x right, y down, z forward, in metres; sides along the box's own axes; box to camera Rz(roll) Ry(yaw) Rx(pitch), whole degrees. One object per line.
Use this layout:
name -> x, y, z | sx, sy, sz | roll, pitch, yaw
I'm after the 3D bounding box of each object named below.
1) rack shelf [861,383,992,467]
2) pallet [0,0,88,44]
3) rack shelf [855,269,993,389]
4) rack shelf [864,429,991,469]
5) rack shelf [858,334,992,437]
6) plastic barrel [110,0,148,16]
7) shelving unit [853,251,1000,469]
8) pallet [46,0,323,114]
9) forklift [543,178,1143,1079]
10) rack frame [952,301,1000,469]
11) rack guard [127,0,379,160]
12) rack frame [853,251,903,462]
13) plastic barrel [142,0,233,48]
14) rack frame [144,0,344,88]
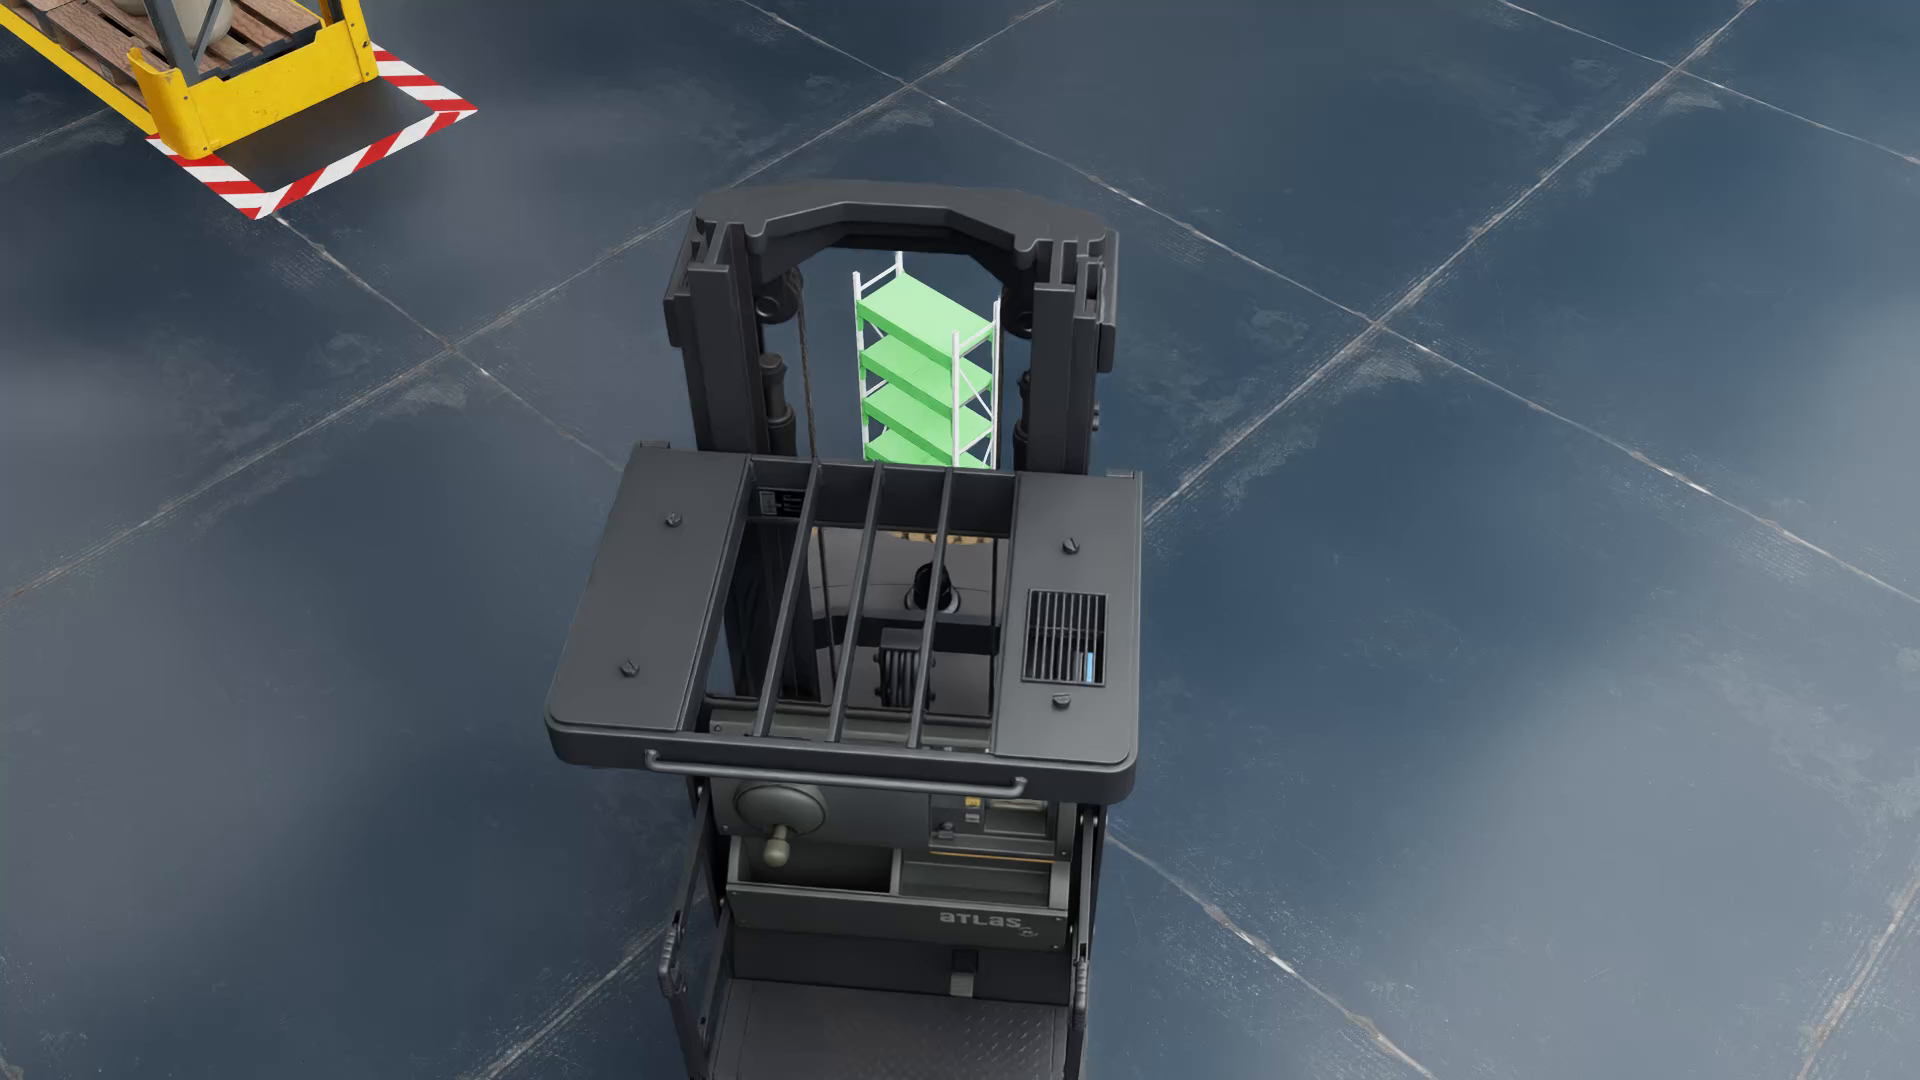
rack shelf -> -0.122, -0.449, 6.436 | 0.480, 0.148, 0.258 | 34, 55, 28
pallet -> -5.183, -3.421, 9.817 | 1.213, 0.211, 1.003 | 34, 55, 28
rack shelf -> -0.122, -0.777, 6.086 | 0.480, 0.148, 0.258 | 34, 55, 28
rack shelf -> -0.122, -0.285, 6.611 | 0.480, 0.148, 0.258 | 34, 55, 28
rack shelf -> -0.122, -0.613, 6.261 | 0.480, 0.148, 0.258 | 34, 55, 28
plastic barrel -> -4.513, -3.180, 9.097 | 0.421, 0.512, 0.421 | 0, 47, 0
shelving unit -> -0.122, -0.493, 6.389 | 0.503, 1.200, 0.258 | 34, 55, 28
pallet -> -4.291, -2.818, 9.251 | 1.213, 0.211, 1.003 | 34, 55, 28
forklift -> -0.184, 0.745, 4.040 | 1.130, 2.935, 3.031 | 4, 47, 4
rack frame -> 0.058, -0.372, 6.276 | 0.015, 1.200, 0.240 | 34, 55, 28
rack guard -> -3.697, -2.512, 8.766 | 0.348, 0.500, 1.175 | 34, 55, 28
rack frame -> -0.301, -0.613, 6.503 | 0.015, 1.200, 0.240 | 34, 55, 28
plastic barrel -> -4.145, -2.932, 8.864 | 0.421, 0.512, 0.421 | 0, 47, 0
rack frame -> -3.610, -3.355, 7.843 | 0.127, 3.000, 1.000 | 34, 55, 28
